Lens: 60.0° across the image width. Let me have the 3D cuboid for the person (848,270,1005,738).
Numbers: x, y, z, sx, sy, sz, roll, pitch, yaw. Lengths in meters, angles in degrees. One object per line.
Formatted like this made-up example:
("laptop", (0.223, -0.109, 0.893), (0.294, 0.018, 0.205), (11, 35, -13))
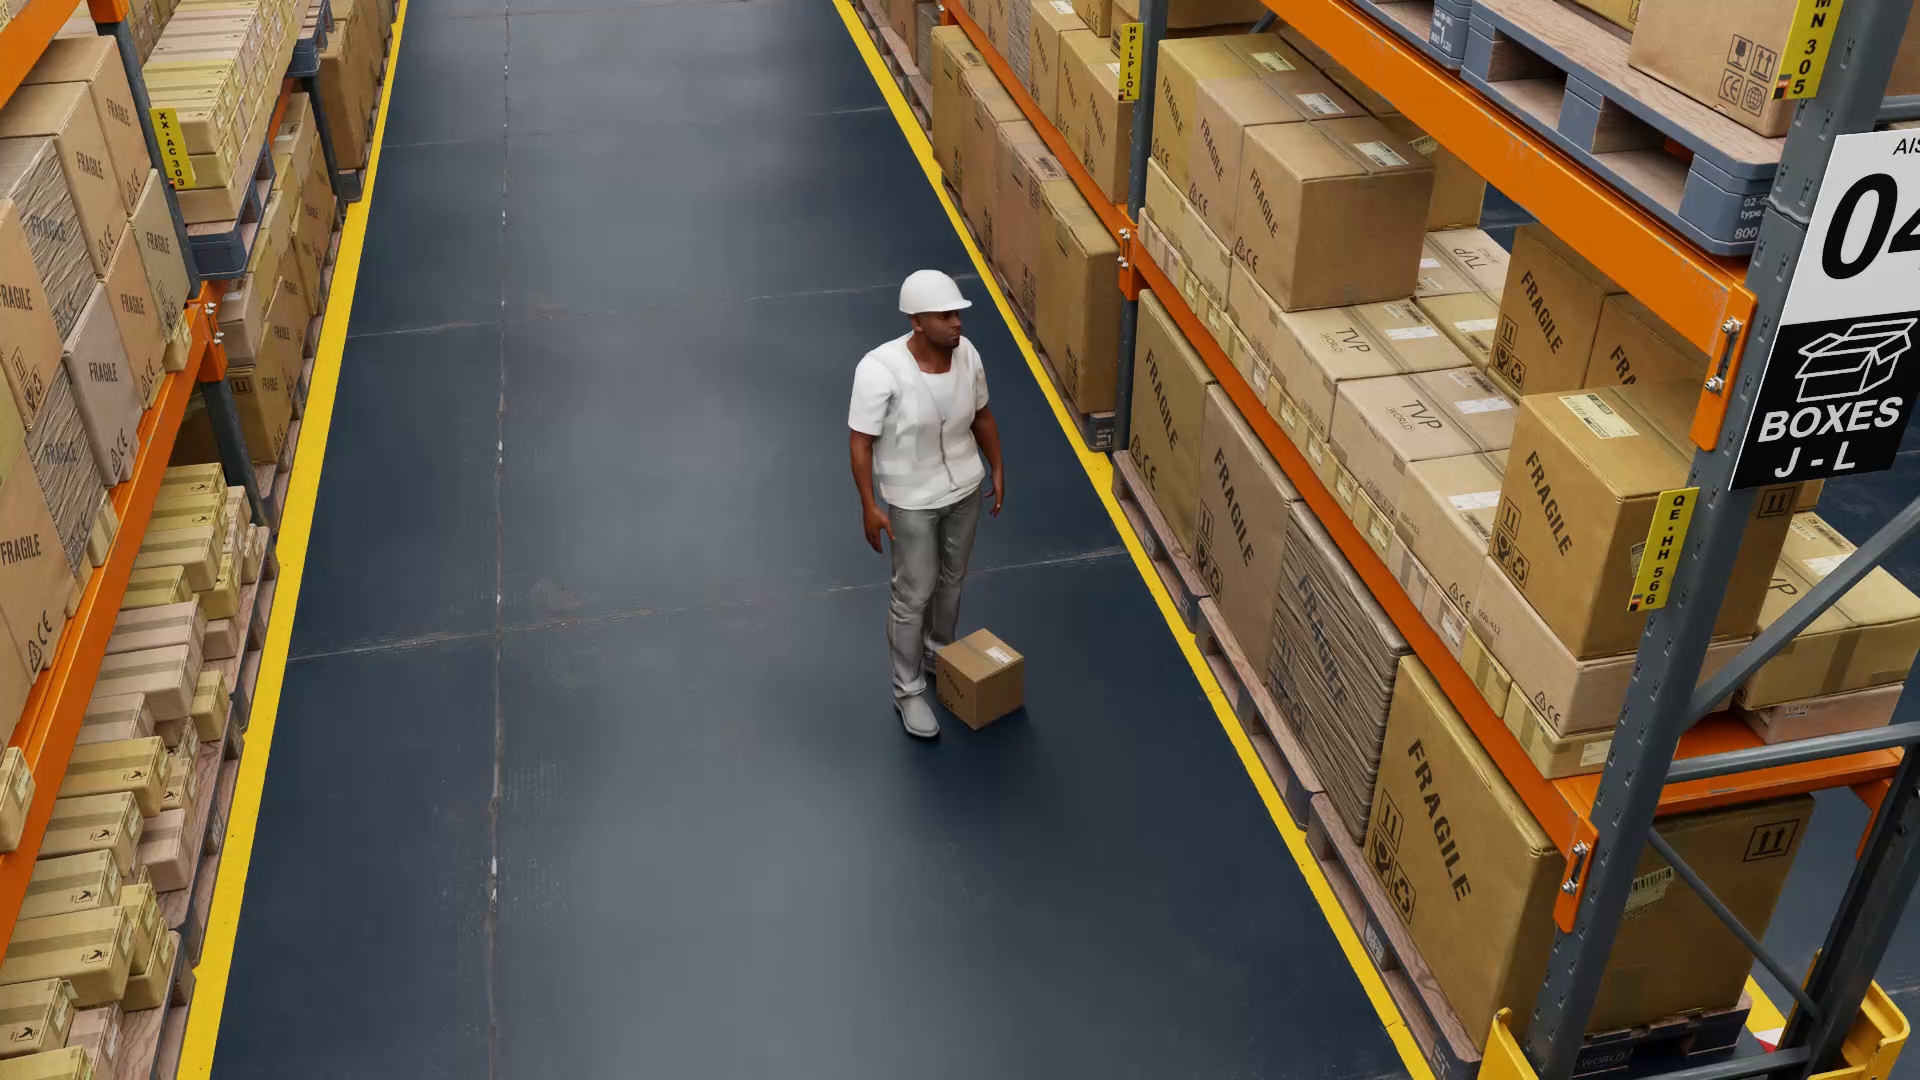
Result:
("person", (-0.066, -0.158, 6.339), (0.666, 1.765, 0.578), (-23, 40, -30))
